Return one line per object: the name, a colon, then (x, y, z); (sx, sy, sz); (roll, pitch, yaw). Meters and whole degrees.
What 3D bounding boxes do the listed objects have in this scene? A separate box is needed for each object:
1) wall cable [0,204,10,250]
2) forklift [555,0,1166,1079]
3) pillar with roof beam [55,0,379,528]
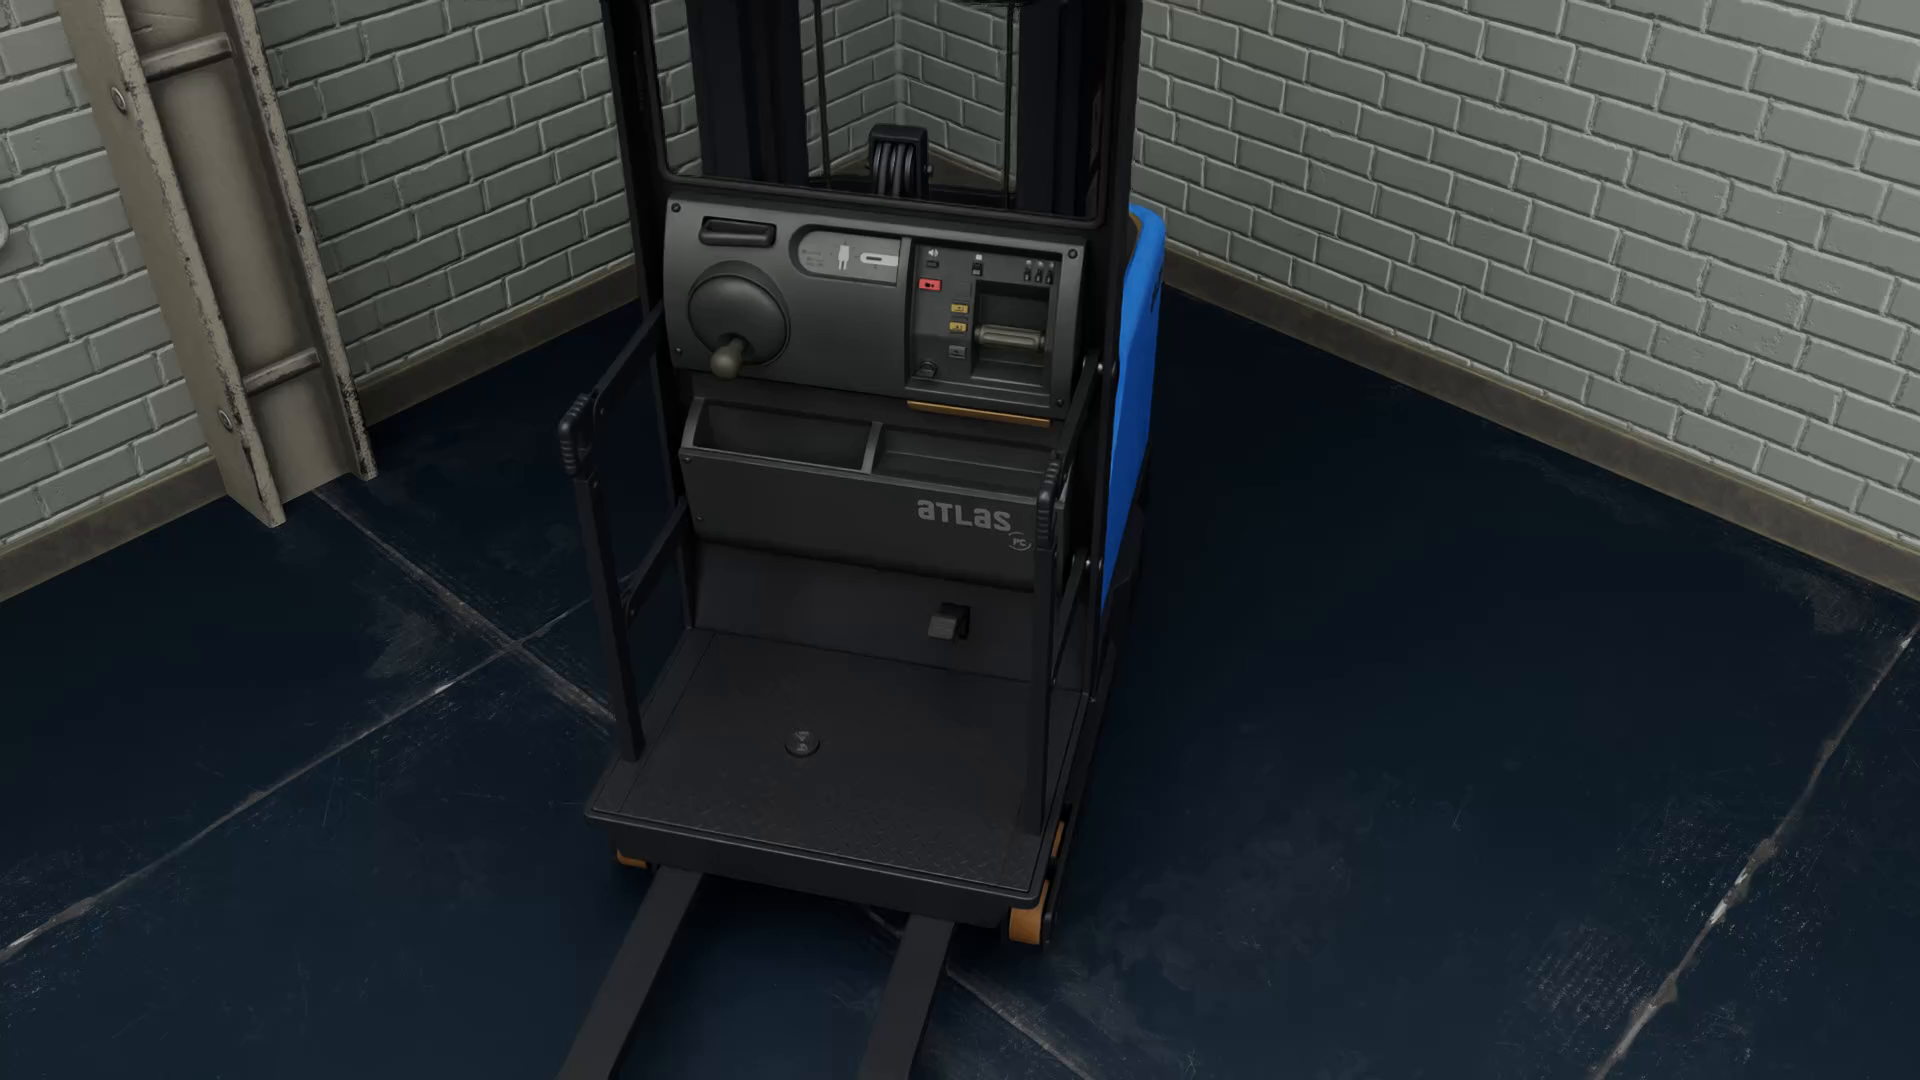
wall cable: (-3.191, -1.146, 3.465); (0.084, 1.984, 1.851); (30, 47, 32)
forklift: (-0.246, -0.437, 3.444); (1.130, 2.935, 3.031); (9, 39, 11)
pillar with roof beam: (1.004, -1.907, 0.418); (9.100, 9.000, 0.400); (30, 47, 32)
